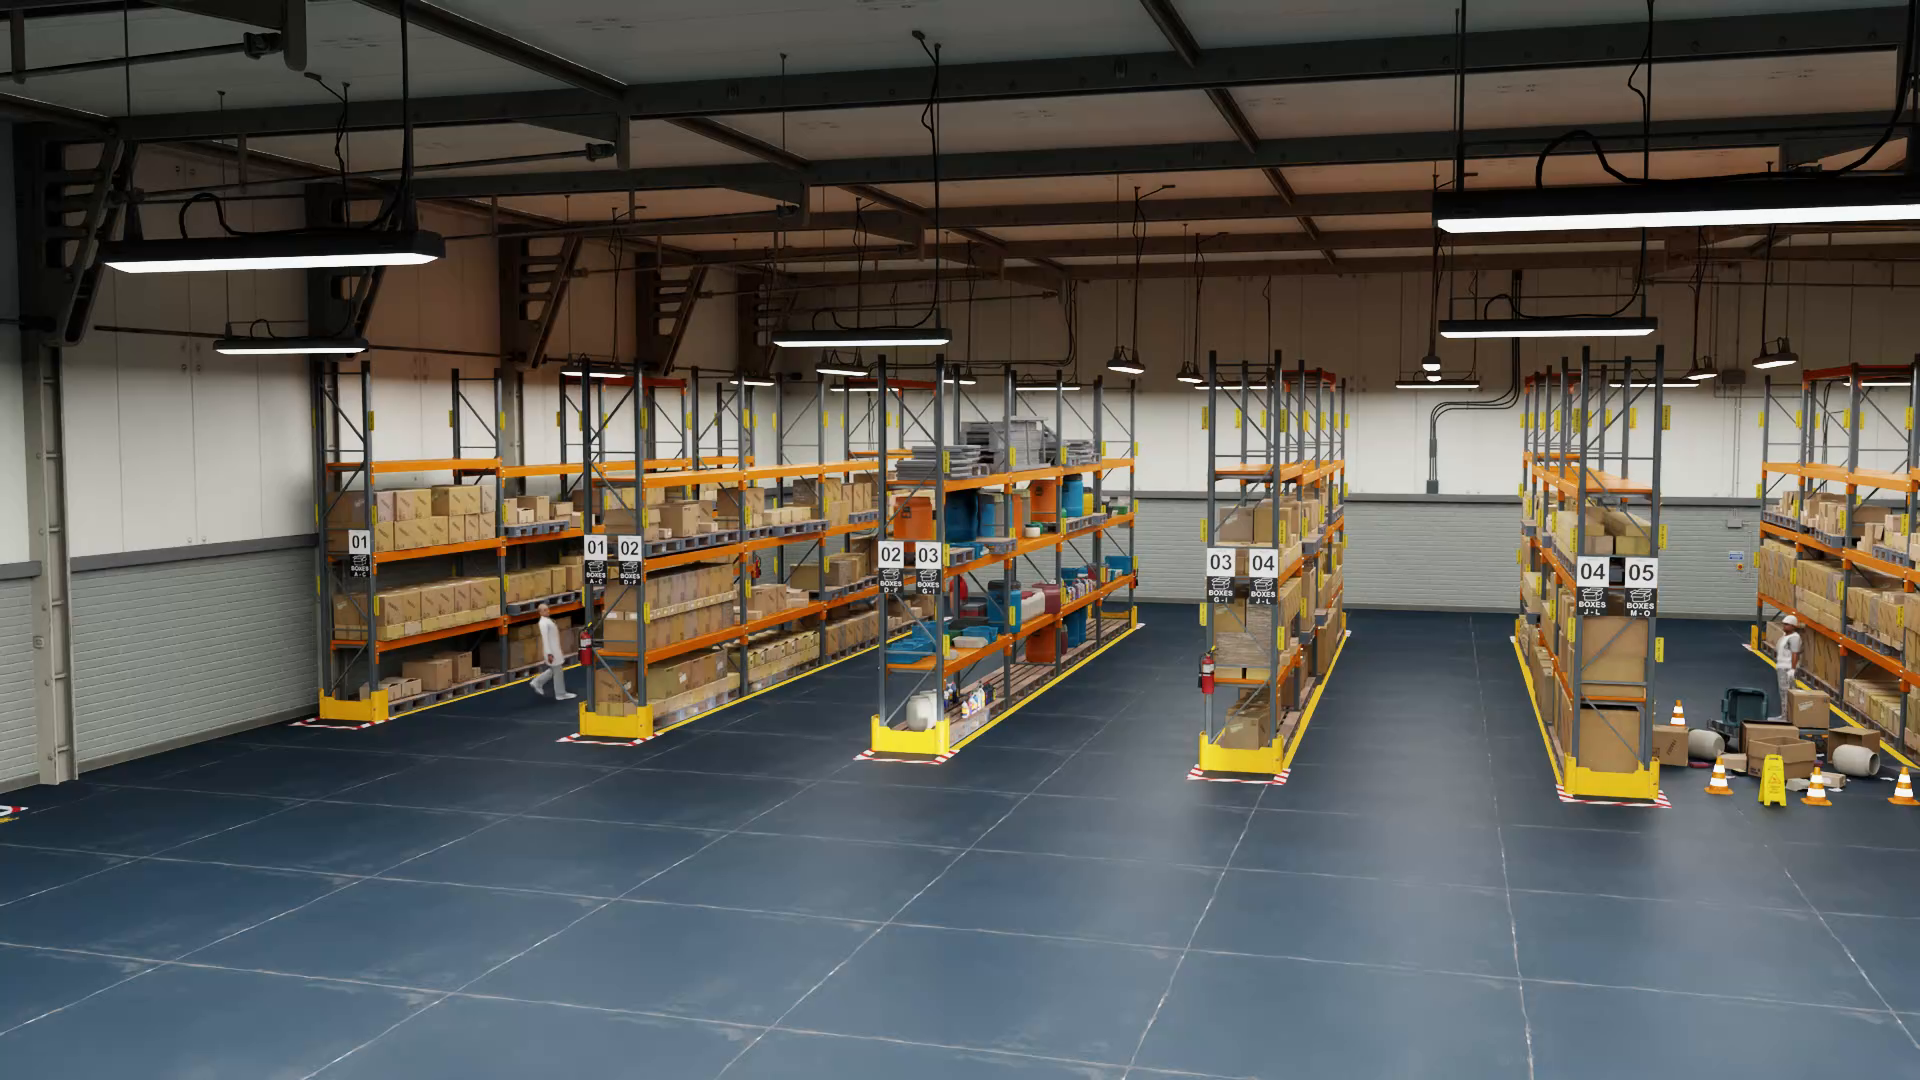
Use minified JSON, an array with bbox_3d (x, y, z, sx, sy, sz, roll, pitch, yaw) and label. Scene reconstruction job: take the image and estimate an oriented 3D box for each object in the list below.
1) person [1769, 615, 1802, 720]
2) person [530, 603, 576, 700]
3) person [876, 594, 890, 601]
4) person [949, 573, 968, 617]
[{"bbox_3d":[13.753,2.144,27.626,0.455,1.791,0.589,3,5,39],"label":"person"},{"bbox_3d":[-7.301,2.002,29.820,0.808,1.746,0.614,-1,4,-20],"label":"person"},{"bbox_3d":[-2.053,1.053,43.304,0.445,1.671,0.489,1,4,19],"label":"person"},{"bbox_3d":[0.037,1.484,37.326,0.523,1.754,0.579,3,5,34],"label":"person"}]
